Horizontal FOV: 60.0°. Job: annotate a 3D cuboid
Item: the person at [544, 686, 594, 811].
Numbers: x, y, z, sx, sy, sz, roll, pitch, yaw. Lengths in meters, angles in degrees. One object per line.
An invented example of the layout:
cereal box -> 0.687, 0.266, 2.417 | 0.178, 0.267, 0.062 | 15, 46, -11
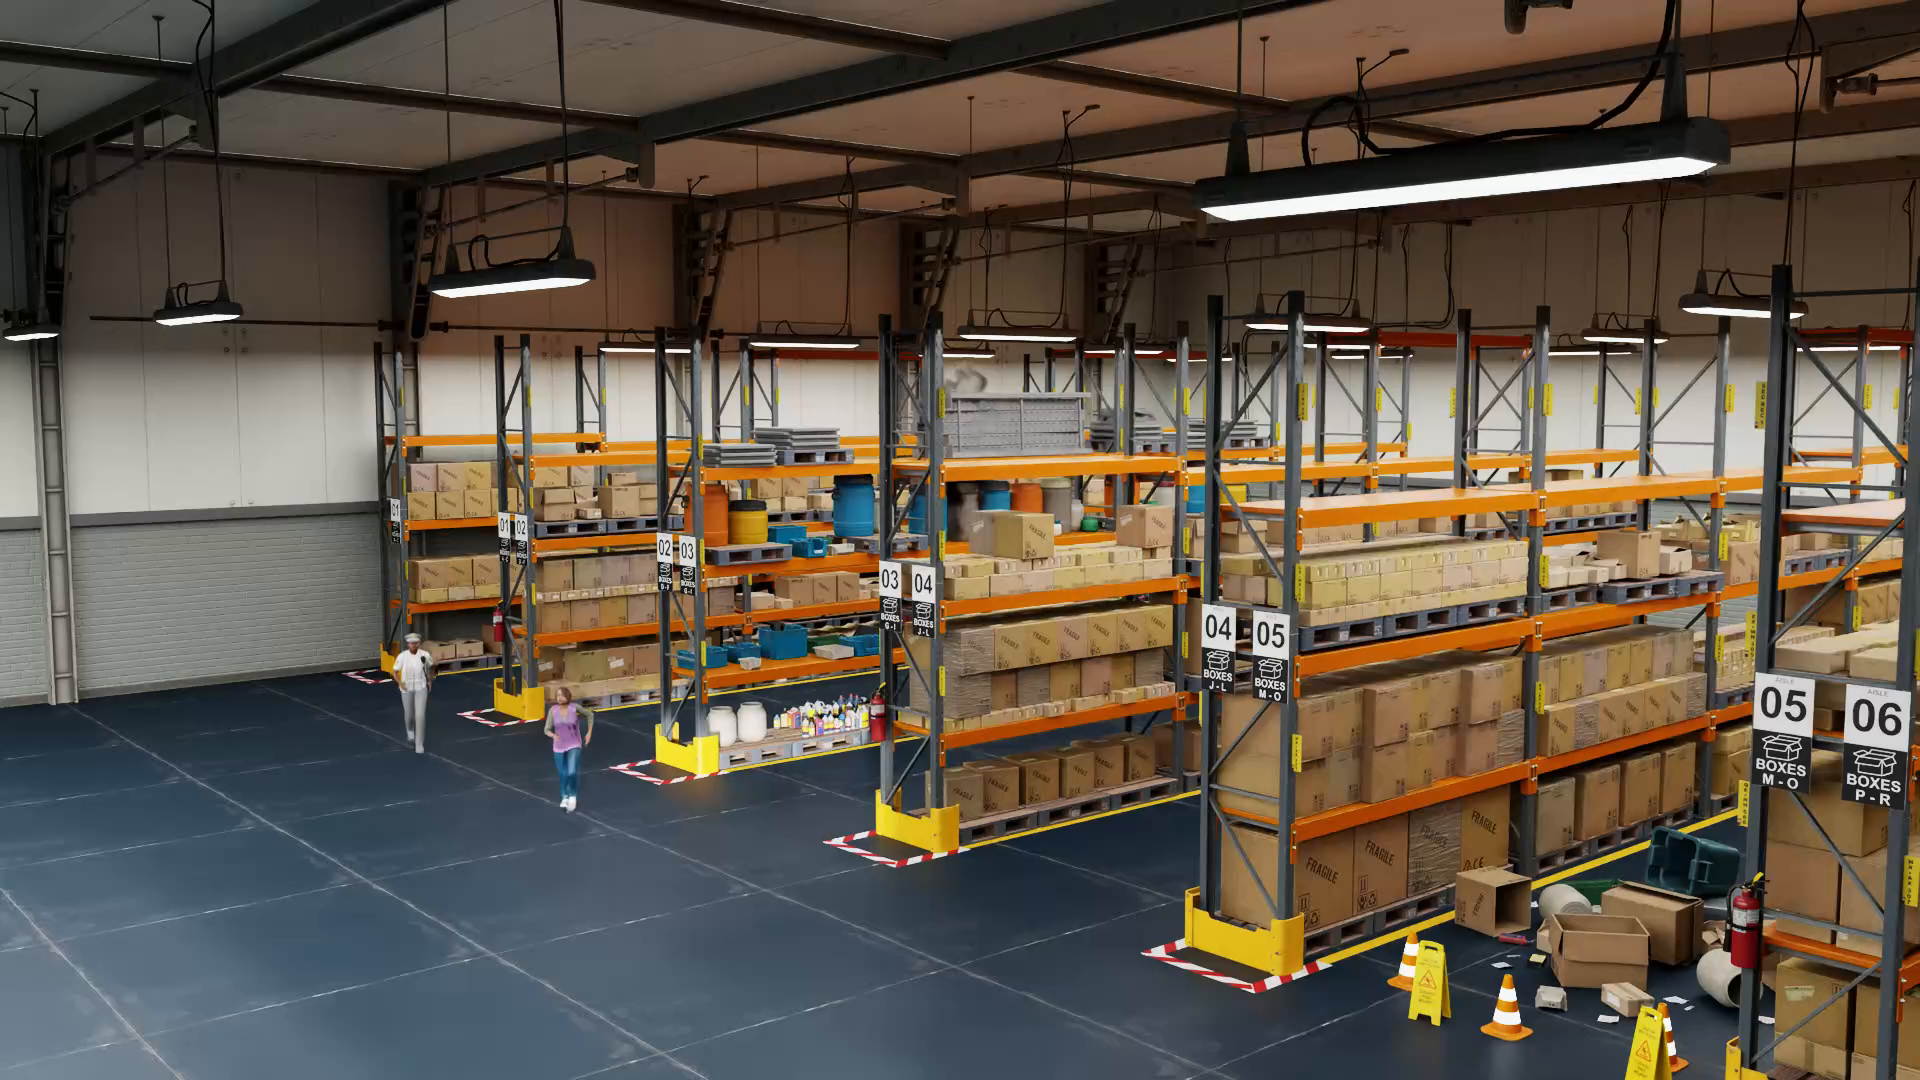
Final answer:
person -> -4.739, 2.529, 20.128 | 0.551, 1.548, 0.777 | 0, 5, -1

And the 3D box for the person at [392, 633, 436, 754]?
person -> -7.826, 2.159, 23.857 | 0.598, 1.704, 0.862 | -2, 5, -18
